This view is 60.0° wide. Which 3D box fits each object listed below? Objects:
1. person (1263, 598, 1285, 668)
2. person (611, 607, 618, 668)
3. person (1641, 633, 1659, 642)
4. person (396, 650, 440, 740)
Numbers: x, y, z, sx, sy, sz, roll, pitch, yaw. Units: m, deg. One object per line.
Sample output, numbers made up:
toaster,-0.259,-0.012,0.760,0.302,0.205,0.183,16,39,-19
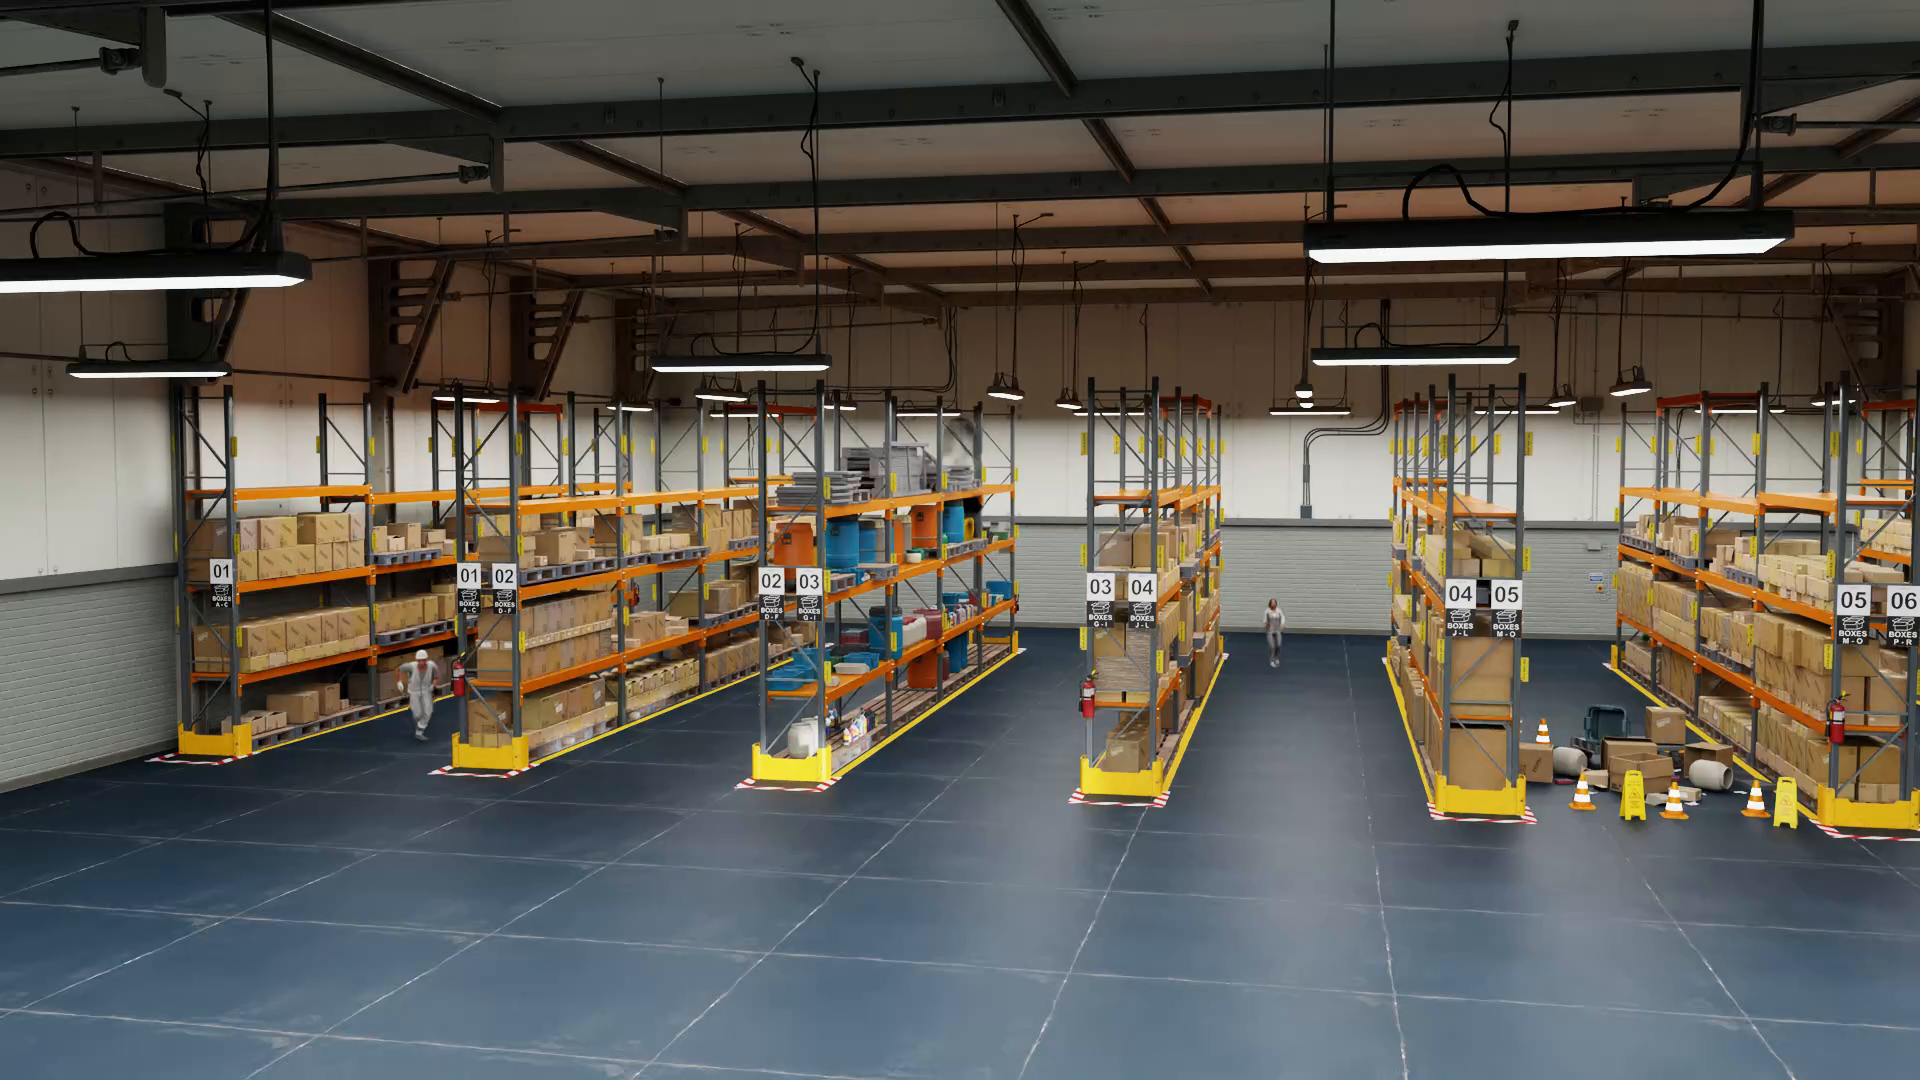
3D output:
person,7.097,2.103,37.577,0.510,1.573,0.631,0,3,4
person,-7.143,2.226,34.652,0.575,1.693,0.959,0,3,6
person,16.031,1.954,38.468,0.719,1.781,0.937,-3,4,-44
person,-9.187,2.635,28.191,0.693,1.590,0.828,-1,4,-25
